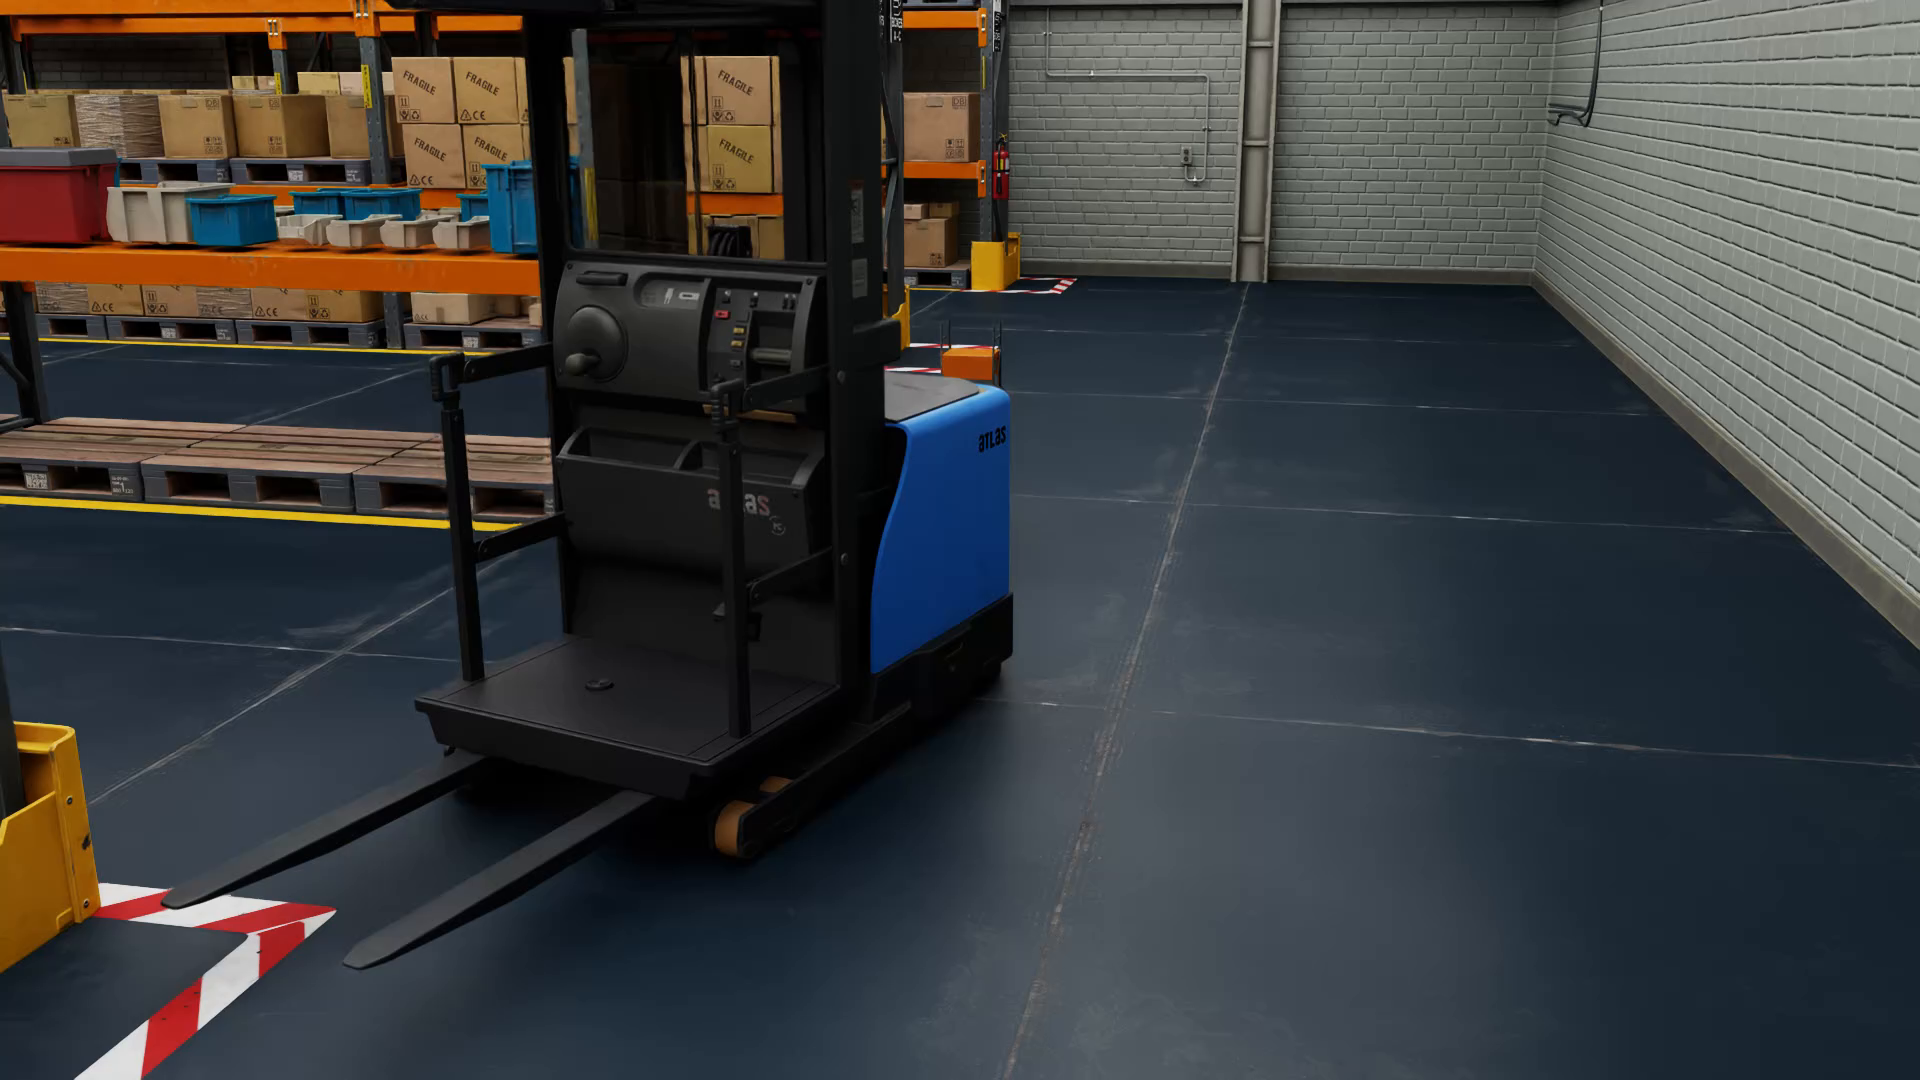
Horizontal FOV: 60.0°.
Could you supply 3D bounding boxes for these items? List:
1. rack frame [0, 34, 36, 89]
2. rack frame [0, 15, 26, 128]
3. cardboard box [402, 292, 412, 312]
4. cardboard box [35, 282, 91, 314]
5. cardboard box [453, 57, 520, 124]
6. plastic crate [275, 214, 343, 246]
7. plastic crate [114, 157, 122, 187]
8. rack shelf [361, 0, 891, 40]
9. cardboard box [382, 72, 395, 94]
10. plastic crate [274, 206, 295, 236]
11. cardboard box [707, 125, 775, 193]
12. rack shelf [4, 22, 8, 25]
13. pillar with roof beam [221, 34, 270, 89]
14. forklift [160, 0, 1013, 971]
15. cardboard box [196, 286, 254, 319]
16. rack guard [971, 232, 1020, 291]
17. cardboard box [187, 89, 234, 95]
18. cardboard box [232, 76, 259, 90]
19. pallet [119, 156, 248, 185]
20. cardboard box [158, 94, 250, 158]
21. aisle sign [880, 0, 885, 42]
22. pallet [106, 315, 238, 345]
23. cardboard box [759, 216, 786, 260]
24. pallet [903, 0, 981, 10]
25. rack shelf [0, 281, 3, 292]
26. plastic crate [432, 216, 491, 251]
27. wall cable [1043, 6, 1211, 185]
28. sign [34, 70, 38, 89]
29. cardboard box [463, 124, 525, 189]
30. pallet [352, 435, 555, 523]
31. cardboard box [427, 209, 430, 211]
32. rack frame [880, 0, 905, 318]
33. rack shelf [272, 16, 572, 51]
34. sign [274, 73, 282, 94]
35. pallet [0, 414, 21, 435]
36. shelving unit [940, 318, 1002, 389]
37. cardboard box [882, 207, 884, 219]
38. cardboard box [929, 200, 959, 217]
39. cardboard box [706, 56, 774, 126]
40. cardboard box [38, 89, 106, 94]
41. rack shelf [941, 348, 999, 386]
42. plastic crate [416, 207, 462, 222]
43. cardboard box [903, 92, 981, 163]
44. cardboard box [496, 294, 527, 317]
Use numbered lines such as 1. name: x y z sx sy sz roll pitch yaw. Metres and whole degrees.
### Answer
1. rack frame: -11.390 -4.856 19.903 0.127 3.000 1.000 3 16 11
2. rack frame: -8.454 -3.347 14.456 0.127 3.000 1.000 3 16 11
3. cardboard box: -4.960 -2.231 14.285 0.500 0.500 0.500 2 16 9
4. cardboard box: -7.551 -2.229 14.278 0.500 0.500 0.500 3 16 9
5. cardboard box: -3.623 -3.538 13.086 0.500 0.500 0.500 3 16 9
6. plastic crate: -3.293 -1.562 8.394 0.250 0.136 0.298 3 16 11
7. plastic crate: -4.999 -1.924 9.237 0.575 0.384 0.392 3 16 11
8. rack shelf: -2.574 -4.127 12.999 4.000 0.370 1.077 3 16 11
9. cardboard box: -6.059 -5.060 18.453 0.500 0.250 0.500 3 16 11
10. plastic crate: -3.759 -1.726 8.987 0.466 0.136 0.293 3 16 11
11. cardboard box: -1.617 -2.949 12.831 0.500 0.500 0.500 3 16 12
12. rack shelf: -10.414 -4.552 14.535 4.000 0.370 1.077 3 16 11
13. pillar with roof beam: -9.430 -6.703 15.335 0.400 9.000 9.100 3 16 11
14. forklift: -0.933 -0.641 4.816 1.130 2.935 3.031 8 17 26
15. cardboard box: -6.049 -2.148 13.986 0.500 0.500 0.500 3 16 12
16. rack guard: 0.393 -3.011 17.927 0.348 0.500 1.175 3 16 11
17. cardboard box: -8.486 -4.948 19.225 0.500 0.500 0.700 2 16 6
18. cardboard box: -8.133 -5.240 19.062 0.250 0.149 0.380 0 15 2
19. pallet: -6.547 -3.152 14.112 1.213 0.211 1.003 3 16 11
20. cardboard box: -6.278 -3.463 13.899 0.500 0.500 0.700 -1 16 -3
21. aisle sign: -0.609 -4.090 12.270 0.004 0.787 0.394 3 16 11
22. pallet: -6.538 -1.888 14.412 1.213 0.211 1.003 3 16 11
23. cardboard box: -1.844 -3.306 18.203 0.500 0.500 0.700 3 16 12
24. pallet: -0.360 -5.657 17.342 1.213 0.211 1.003 3 16 11
25. rack shelf: -7.485 -1.598 9.490 4.000 0.370 1.077 3 16 11
26. plastic crate: -2.440 -1.524 8.255 0.243 0.136 0.396 3 16 11
27. wall cable: 1.812 -4.886 18.110 1.851 1.984 0.084 3 16 11
28. sign: -11.283 -5.559 20.273 0.005 0.325 0.100 3 16 11
29. cardboard box: -3.587 -3.058 13.224 0.500 0.500 0.500 3 16 12
30. pallet: -2.406 -0.336 8.809 1.213 0.211 1.003 3 16 11
31. cardboard box: -5.919 -3.688 18.926 0.750 0.750 0.750 3 16 11
32. rack frame: -0.614 -2.921 12.919 0.127 3.000 1.000 3 16 11
33. rack shelf: -5.511 -5.635 18.446 4.000 0.370 1.077 3 16 11
34. sign: -7.569 -5.020 18.476 0.005 0.325 0.100 3 16 11
35. pallet: -6.273 -0.547 9.570 1.213 0.211 1.003 3 16 11
36. shelving unit: 0.052 -0.503 7.842 0.252 1.050 0.215 3 16 11
37. cardboard box: -0.750 -3.511 17.730 0.250 0.149 0.380 4 16 13
38. cardboard box: -0.174 -3.584 17.994 0.250 0.149 0.380 3 16 11
39. cardboard box: -1.601 -3.430 12.694 0.500 0.500 0.500 4 16 13
40. cardboard box: -10.352 -5.048 19.586 0.500 0.500 0.700 5 16 17
41. rack shelf: 0.052 -0.766 7.769 0.240 0.259 0.215 3 16 11
42. plastic crate: -2.744 -1.702 8.898 0.298 0.136 0.250 3 16 11
43. cardboard box: -0.133 -4.386 17.647 0.700 0.700 0.980 4 16 14
44. cardboard box: -3.919 -2.185 14.121 0.500 0.500 0.500 3 16 11
